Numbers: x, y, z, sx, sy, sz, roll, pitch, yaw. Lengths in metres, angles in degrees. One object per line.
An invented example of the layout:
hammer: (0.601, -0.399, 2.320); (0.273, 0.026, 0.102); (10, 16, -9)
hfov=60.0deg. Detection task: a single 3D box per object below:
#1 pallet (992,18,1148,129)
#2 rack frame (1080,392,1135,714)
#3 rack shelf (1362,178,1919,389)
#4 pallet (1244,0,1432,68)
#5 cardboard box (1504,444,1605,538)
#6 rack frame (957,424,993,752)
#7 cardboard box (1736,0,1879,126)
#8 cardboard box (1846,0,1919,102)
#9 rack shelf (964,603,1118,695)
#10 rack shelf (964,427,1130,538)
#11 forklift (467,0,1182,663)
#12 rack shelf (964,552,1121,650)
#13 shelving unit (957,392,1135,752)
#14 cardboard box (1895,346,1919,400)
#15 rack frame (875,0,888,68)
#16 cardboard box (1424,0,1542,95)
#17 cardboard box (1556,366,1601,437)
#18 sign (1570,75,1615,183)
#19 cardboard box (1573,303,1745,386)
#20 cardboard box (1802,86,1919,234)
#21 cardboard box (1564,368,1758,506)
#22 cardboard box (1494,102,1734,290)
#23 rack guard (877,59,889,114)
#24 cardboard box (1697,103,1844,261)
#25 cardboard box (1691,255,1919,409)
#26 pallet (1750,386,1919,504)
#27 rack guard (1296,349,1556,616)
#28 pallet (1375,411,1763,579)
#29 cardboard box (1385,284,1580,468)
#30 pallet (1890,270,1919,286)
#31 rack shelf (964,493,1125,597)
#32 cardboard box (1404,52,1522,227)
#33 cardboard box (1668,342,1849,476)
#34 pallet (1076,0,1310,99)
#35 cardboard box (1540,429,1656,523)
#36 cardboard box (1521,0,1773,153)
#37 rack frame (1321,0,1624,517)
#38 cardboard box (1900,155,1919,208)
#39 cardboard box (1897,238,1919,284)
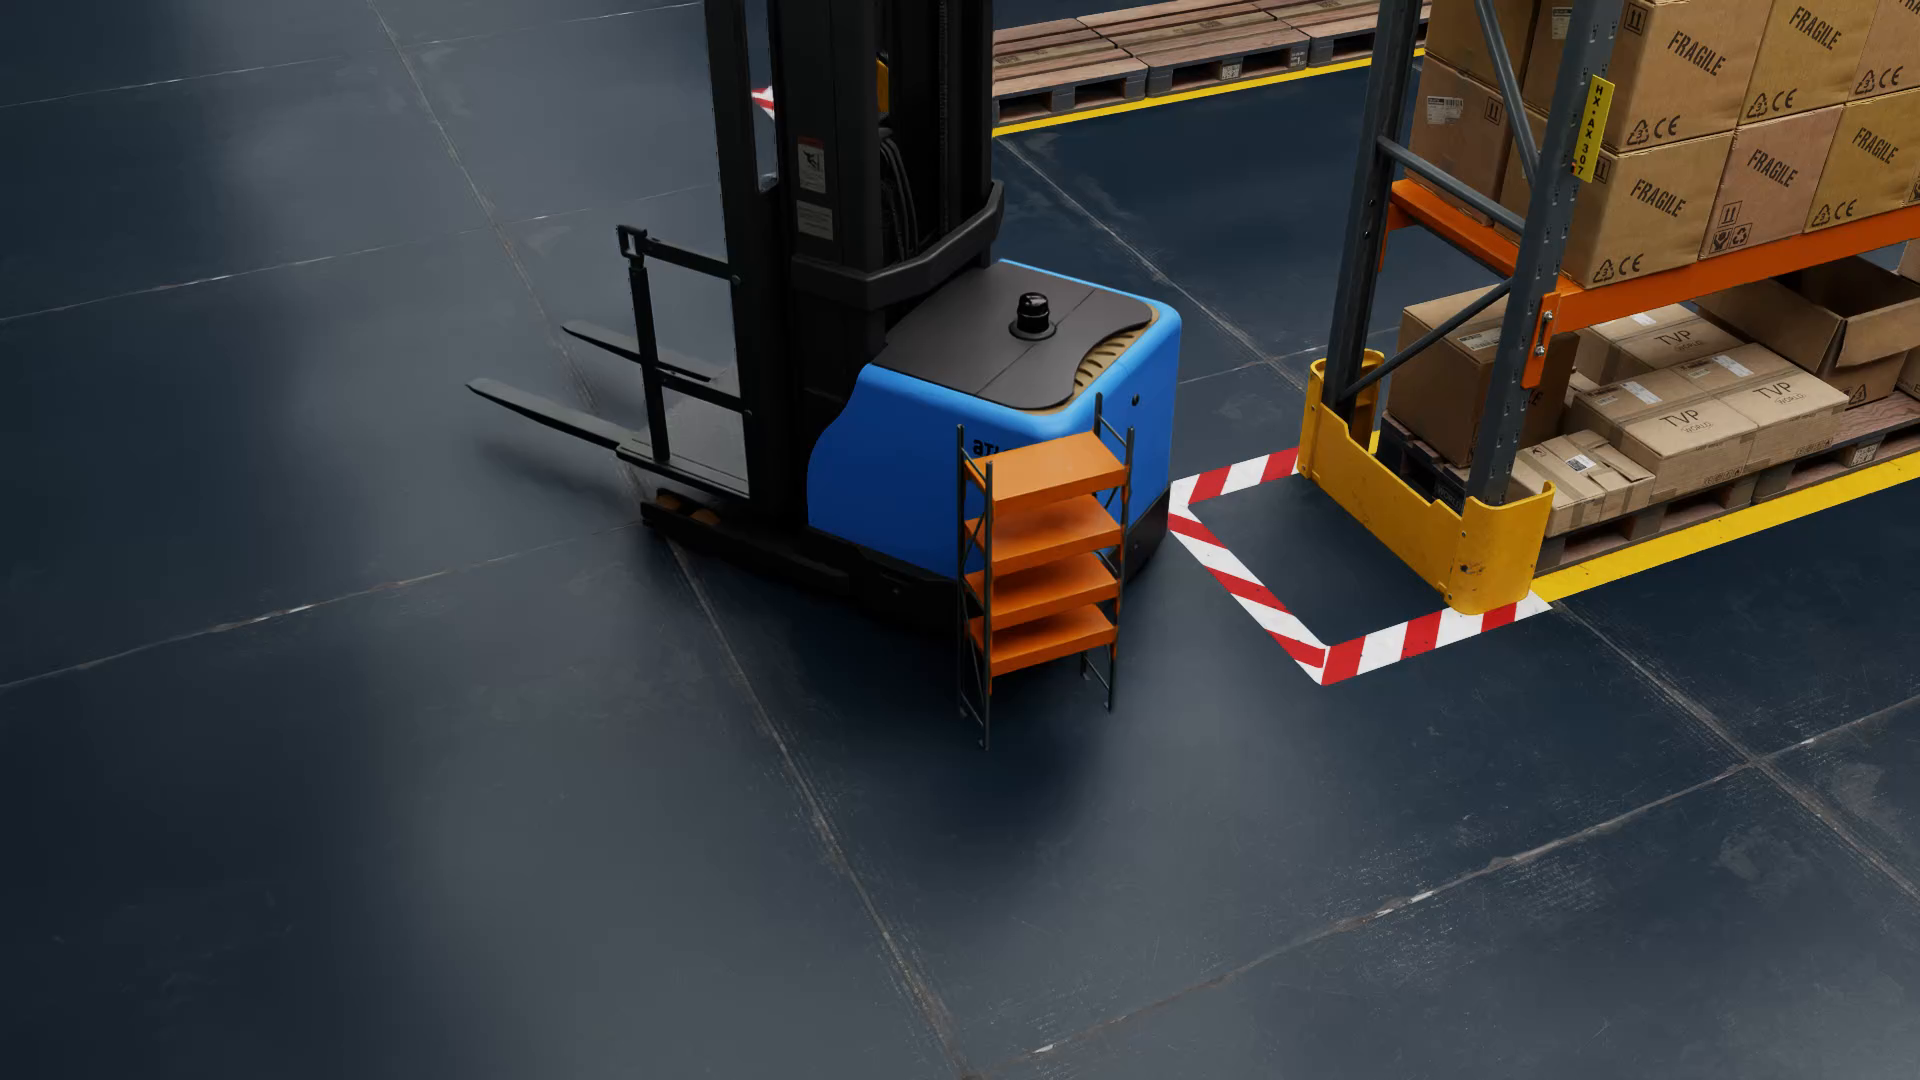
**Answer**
pallet: (0.425, -2.982, 10.594); (1.213, 0.211, 1.003); (-16, 39, -20)
rack frame: (0.494, 0.069, 5.650); (0.015, 1.200, 0.240); (-14, 39, -19)
rack shelf: (3.574, -1.460, 6.804); (4.000, 0.370, 1.077); (-16, 39, -20)
pallet: (2.634, -3.600, 11.426); (1.213, 0.211, 1.003); (-16, 39, -20)
cardboard box: (2.289, -0.195, 6.518); (0.250, 0.149, 0.380); (-16, 39, -20)
rack frame: (0.046, 0.185, 5.494); (0.015, 1.200, 0.240); (-14, 39, -19)
cardboard box: (2.747, -1.791, 5.723); (0.500, 0.500, 0.500); (-15, 39, -19)
cardboard box: (3.202, -1.915, 5.890); (0.500, 0.500, 0.500); (-15, 39, -19)
rack shelf: (0.270, 0.340, 5.730); (0.480, 0.148, 0.258); (-14, 39, -19)
rack shelf: (0.270, -0.189, 5.338); (0.480, 0.148, 0.258); (-14, 39, -19)
forklift: (-0.697, -1.382, 6.154); (3.031, 2.935, 1.130); (20, 41, 25)
rack shelf: (0.270, 0.181, 5.612); (0.480, 0.148, 0.258); (-14, 39, -19)
shelving unit: (0.270, 0.127, 5.572); (0.503, 1.200, 0.258); (-14, 39, -19)
cardboard box: (4.311, -0.865, 7.285); (0.500, 0.311, 0.500); (-16, 39, -20)
rack frame: (-0.338, -3.915, 9.510); (0.127, 3.000, 1.000); (-16, 39, -20)
cardboard box: (2.050, -1.945, 5.931); (0.500, 0.500, 0.500); (-16, 39, -20)
cardboard box: (2.556, -0.606, 7.057); (0.250, 0.166, 0.380); (-16, 39, -20)
sign: (1.994, -1.297, 5.255); (0.005, 0.325, 0.100); (-16, 39, -20)
cardboard box: (3.024, -0.809, 7.262); (0.500, 0.250, 0.500); (-16, 39, -20)
cardboard box: (3.198, -1.512, 6.186); (0.500, 0.500, 0.500); (-16, 39, -20)
cardboard box: (2.829, -0.426, 6.745); (0.500, 0.250, 0.500); (-16, 39, -20)
cardboard box: (2.277, -1.253, 5.837); (0.500, 0.500, 0.500); (-15, 39, -19)
rack guard: (-0.354, -2.897, 10.237); (0.348, 0.500, 1.175); (-16, 39, -20)
cardboard box: (2.742, -1.386, 6.017); (0.500, 0.500, 0.500); (-16, 39, -20)
cardboard box: (3.686, -0.951, 7.240); (0.637, 0.503, 0.797); (-16, 39, -20)
pallet: (3.657, -0.650, 7.450); (1.213, 0.211, 1.003); (-16, 39, -20)
rack guard: (1.832, -0.258, 6.678); (0.348, 0.500, 1.175); (-16, 39, -20)
pallet: (2.554, -0.344, 7.037); (1.213, 0.211, 1.003); (-16, 39, -20)
cardboard box: (2.151, -0.686, 6.885); (0.500, 0.500, 0.500); (-16, 39, -20)
pallet: (4.763, -0.961, 7.869); (1.213, 0.211, 1.003); (-16, 39, -20)
rack shelf: (0.270, 0.001, 5.478); (0.480, 0.148, 0.258); (-14, 39, -19)
cardboard box: (2.053, -1.543, 6.228); (0.500, 0.500, 0.500); (-14, 39, -19)
cardboard box: (3.282, -0.552, 6.916); (0.500, 0.250, 0.500); (-16, 39, -20)
pallet: (1.528, -3.289, 11.007); (1.213, 0.211, 1.003); (-16, 39, -20)
cardboard box: (2.515, -0.265, 6.598); (0.250, 0.166, 0.380); (-16, 39, -20)
cardboard box: (2.277, -1.654, 5.539); (0.500, 0.500, 0.500); (-14, 39, -19)
rack frame: (1.764, -1.242, 5.907); (0.127, 3.000, 1.000); (-16, 39, -20)
cardboard box: (3.651, -1.637, 6.355); (0.500, 0.500, 0.500); (-15, 39, -19)
cardboard box: (4.913, -1.362, 7.956); (0.500, 0.311, 0.500); (-16, 39, -20)
